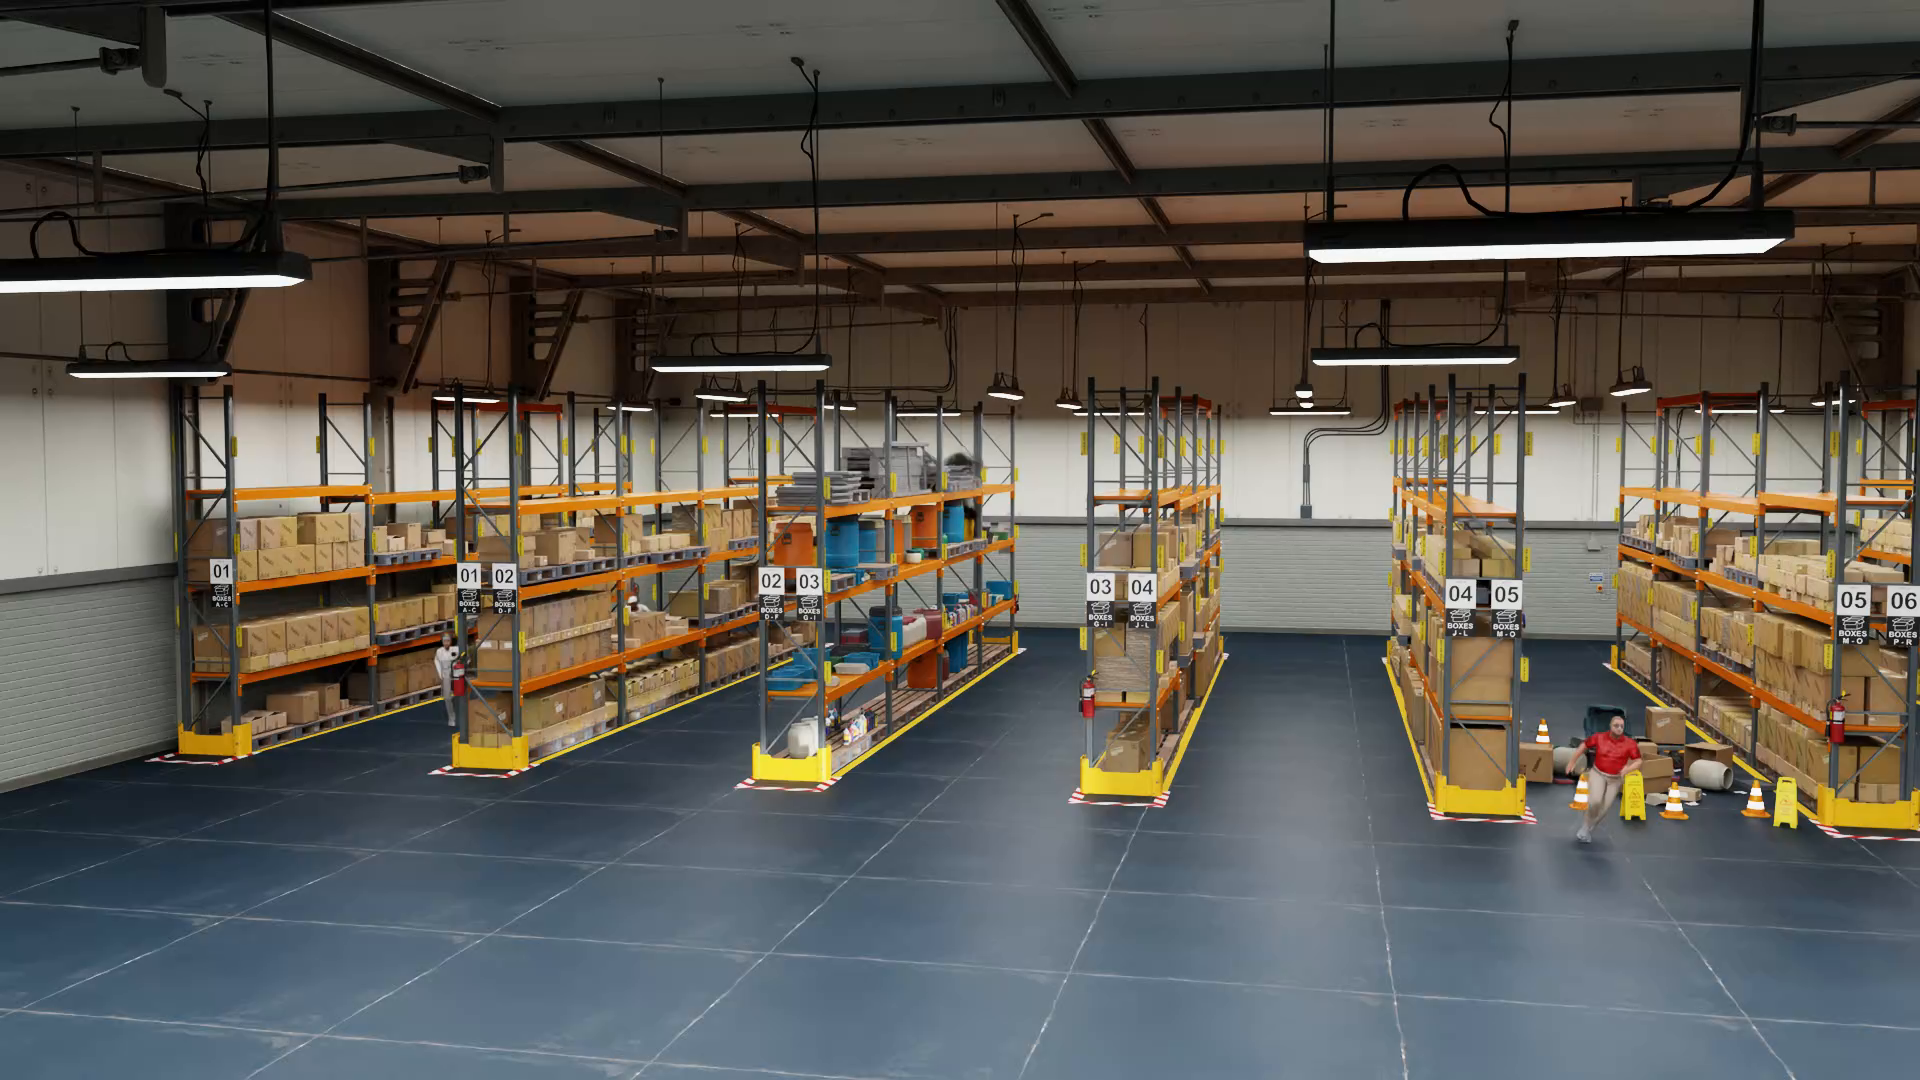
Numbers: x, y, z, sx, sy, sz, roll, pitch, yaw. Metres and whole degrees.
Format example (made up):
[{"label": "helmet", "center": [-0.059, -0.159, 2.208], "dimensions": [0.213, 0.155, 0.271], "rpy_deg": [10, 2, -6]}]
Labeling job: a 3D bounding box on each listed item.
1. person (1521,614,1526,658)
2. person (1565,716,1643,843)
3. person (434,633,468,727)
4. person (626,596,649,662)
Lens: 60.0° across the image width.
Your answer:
[{"label": "person", "center": [12.099, 2.145, 36.342], "dimensions": [0.574, 1.622, 0.866], "rpy_deg": [0, 3, -3]}, {"label": "person", "center": [8.139, 3.028, 20.940], "dimensions": [0.832, 1.641, 0.714], "rpy_deg": [0, 3, 5]}, {"label": "person", "center": [-9.170, 2.480, 29.971], "dimensions": [0.636, 1.662, 0.823], "rpy_deg": [0, 3, 2]}, {"label": "person", "center": [-7.412, 2.060, 38.196], "dimensions": [0.707, 1.621, 0.911], "rpy_deg": [-1, 3, -14]}]
